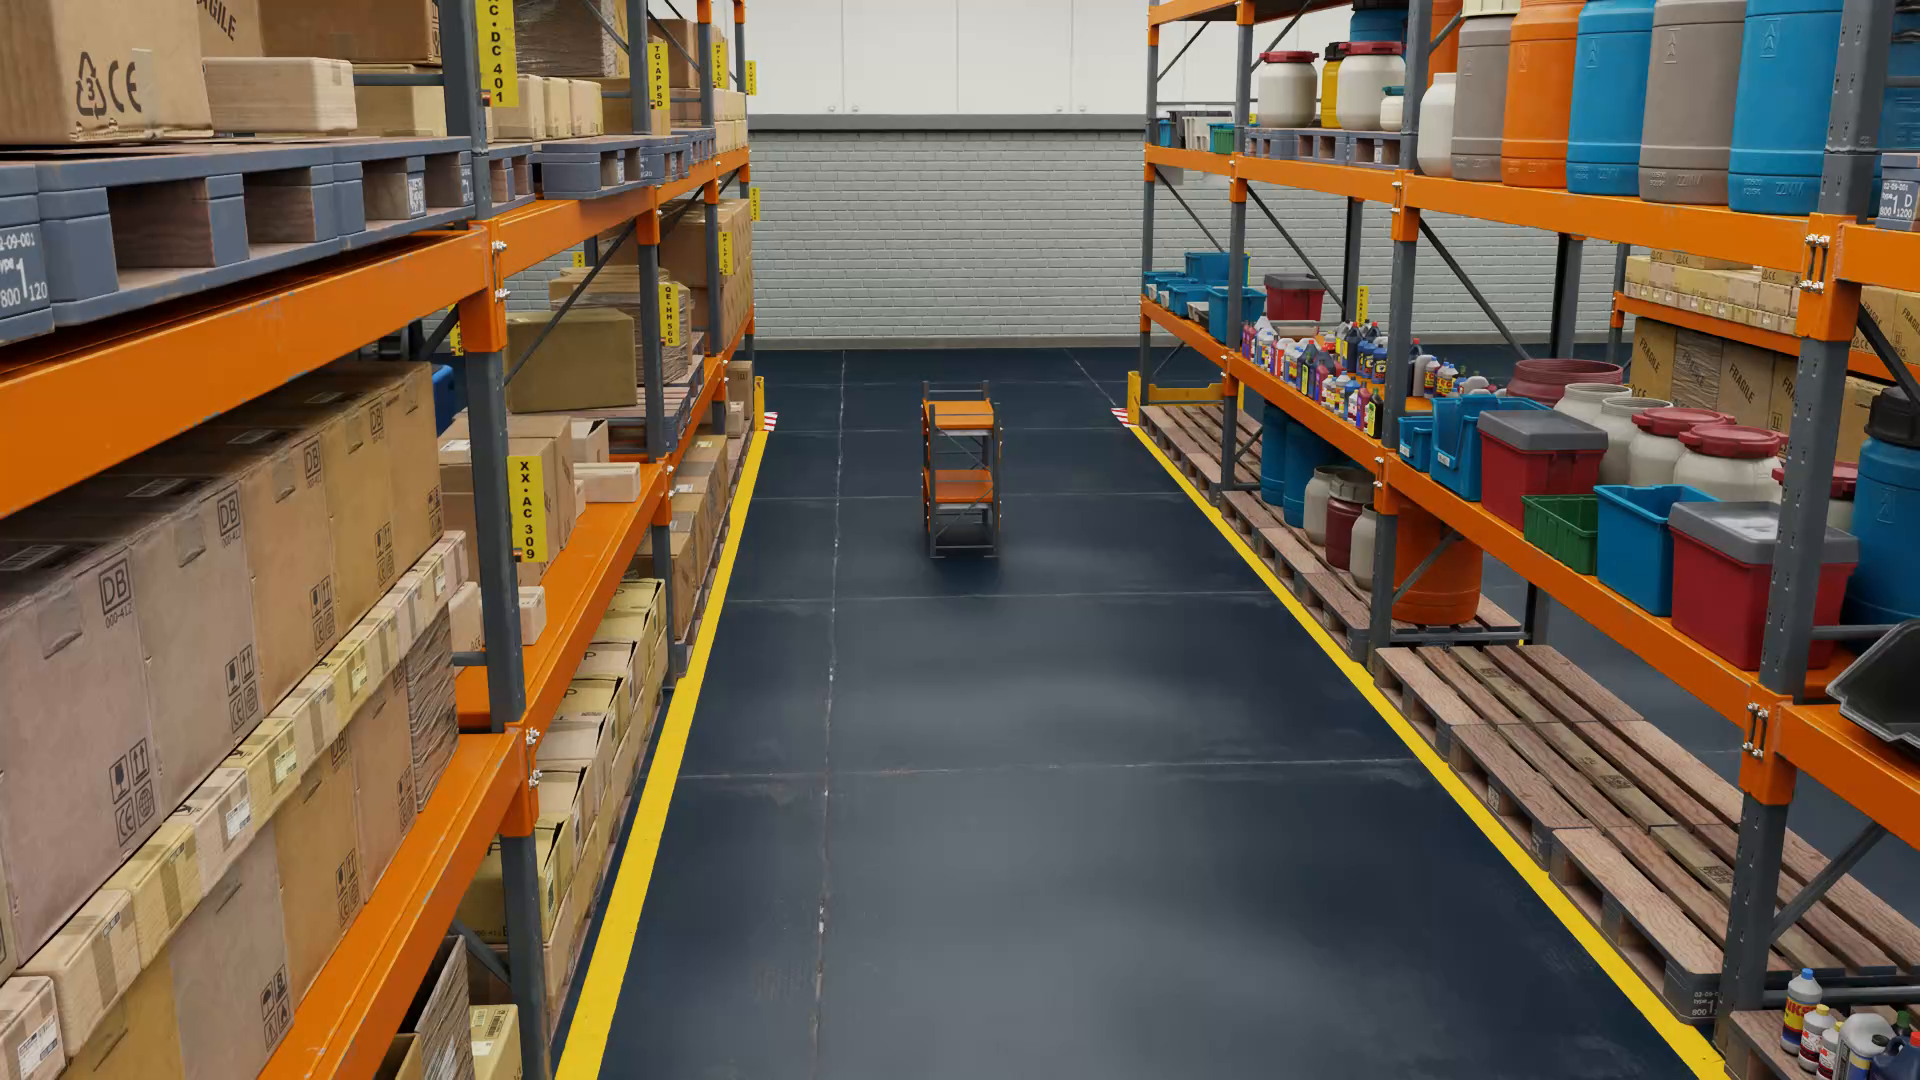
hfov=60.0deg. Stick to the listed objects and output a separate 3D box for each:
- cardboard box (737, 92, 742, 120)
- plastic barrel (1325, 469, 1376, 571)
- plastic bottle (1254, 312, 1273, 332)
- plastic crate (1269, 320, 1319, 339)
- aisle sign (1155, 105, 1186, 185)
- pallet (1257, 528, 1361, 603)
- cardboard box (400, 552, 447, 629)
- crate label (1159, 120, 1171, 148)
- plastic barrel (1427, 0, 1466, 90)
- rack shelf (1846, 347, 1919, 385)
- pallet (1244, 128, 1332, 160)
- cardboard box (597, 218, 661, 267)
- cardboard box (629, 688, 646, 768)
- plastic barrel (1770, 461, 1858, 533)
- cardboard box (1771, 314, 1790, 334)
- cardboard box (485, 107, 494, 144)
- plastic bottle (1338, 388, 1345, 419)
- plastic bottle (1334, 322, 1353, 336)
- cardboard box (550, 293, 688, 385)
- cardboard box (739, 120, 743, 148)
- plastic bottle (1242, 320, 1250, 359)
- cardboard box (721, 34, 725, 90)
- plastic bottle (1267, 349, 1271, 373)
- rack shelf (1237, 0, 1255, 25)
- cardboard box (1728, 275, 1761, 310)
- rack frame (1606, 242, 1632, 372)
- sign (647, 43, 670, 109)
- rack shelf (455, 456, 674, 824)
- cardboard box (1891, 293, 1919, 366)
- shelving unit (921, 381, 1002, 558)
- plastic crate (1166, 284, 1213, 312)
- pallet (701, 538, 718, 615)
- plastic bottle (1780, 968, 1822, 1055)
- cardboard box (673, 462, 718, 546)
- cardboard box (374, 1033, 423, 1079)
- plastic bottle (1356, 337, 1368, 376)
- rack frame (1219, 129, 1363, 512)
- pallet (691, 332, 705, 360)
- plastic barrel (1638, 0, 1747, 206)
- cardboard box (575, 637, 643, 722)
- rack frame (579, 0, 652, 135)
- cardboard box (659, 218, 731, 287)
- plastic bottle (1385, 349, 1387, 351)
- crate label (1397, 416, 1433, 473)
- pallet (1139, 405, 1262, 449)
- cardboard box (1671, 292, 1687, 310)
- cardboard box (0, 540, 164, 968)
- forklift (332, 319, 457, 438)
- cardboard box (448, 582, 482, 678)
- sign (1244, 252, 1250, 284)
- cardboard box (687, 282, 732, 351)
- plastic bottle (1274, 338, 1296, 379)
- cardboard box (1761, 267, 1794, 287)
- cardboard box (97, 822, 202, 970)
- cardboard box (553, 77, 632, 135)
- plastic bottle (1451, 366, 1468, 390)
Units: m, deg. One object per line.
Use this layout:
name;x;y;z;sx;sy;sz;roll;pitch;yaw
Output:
cardboard box;-2.271;-3.983;15.266;0.500;0.250;0.500;-1;14;-3
plastic barrel;2.734;-0.133;11.020;0.600;0.588;0.708;-1;14;-3
plastic bottle;2.304;-1.564;12.683;0.144;0.351;0.185;-1;14;-3
plastic crate;2.717;-1.709;13.559;0.396;0.136;0.243;-1;14;-3
aisle sign;2.055;-3.957;16.669;0.394;0.787;0.004;-1;14;-3
pallet;2.688;0.157;11.492;1.003;0.211;1.213;-1;14;-3
cardboard box;-1.601;0.138;4.466;0.380;0.149;0.250;-1;14;-5
crate label;2.090;-3.831;15.675;0.408;0.251;0.502;-1;14;-3
plastic barrel;2.819;-2.701;9.278;0.600;0.830;0.708;-1;14;-3
rack shelf;7.671;-0.921;11.529;1.077;0.370;4.000;-1;14;-3
pallet;2.750;-2.858;11.973;1.213;0.211;1.003;-1;14;-3
cardboard box;-2.630;-2.269;13.118;0.500;0.500;0.500;-1;14;-3
cardboard box;-1.753;0.889;7.727;0.500;0.250;0.500;-1;14;-2
plastic barrel;3.259;-0.008;6.263;0.433;0.535;0.433;0;14;0
cardboard box;7.169;-1.844;14.176;0.380;0.149;0.250;-1;14;-4
cardboard box;-1.910;-1.498;5.768;0.500;0.250;0.500;-2;15;-9
plastic bottle;2.379;-0.852;10.217;0.097;0.201;0.097;0;14;0
plastic bottle;2.950;-1.537;12.729;0.152;0.276;0.135;-1;14;-3
cardboard box;-2.110;-1.257;10.348;0.700;0.500;0.500;2;15;7
cardboard box;-2.273;-3.741;15.328;0.500;0.250;0.500;-1;14;-3
plastic bottle;2.200;-1.536;12.710;0.061;0.283;0.133;-1;14;-3
cardboard box;-2.456;-4.219;14.676;0.700;0.500;0.500;-1;14;-3
plastic bottle;2.266;-1.304;11.974;0.097;0.201;0.097;0;14;0
rack shelf;2.727;-3.556;10.534;1.077;0.370;4.000;-1;14;-3
cardboard box;7.191;-2.199;14.758;0.500;0.250;0.500;-1;14;-2
rack frame;7.299;-2.761;17.239;1.000;3.000;0.127;-1;14;-3
sign;-1.538;-2.368;8.493;0.100;0.325;0.005;-1;14;-3
rack shelf;-1.969;0.226;7.072;1.077;0.370;4.000;-1;14;-3
cardboard box;7.358;-1.572;12.414;0.500;0.500;0.500;-1;14;-3
shelving unit;0.000;-0.546;12.393;0.538;1.125;1.048;-1;14;-3
plastic crate;2.124;-2.239;15.424;0.416;0.233;0.300;-1;14;-3
pallet;-2.174;0.242;11.163;1.003;0.211;1.213;-1;14;-3
plastic bottle;2.681;1.494;5.293;0.097;0.271;0.097;0;14;0
cardboard box;-1.971;-0.251;11.615;0.500;0.500;0.500;-1;14;-3
cardboard box;-1.544;1.501;3.844;0.500;0.500;0.500;-1;14;-3
plastic bottle;2.881;-1.312;11.864;0.097;0.271;0.097;0;14;0
rack frame;2.603;-1.690;13.075;1.000;3.000;0.127;-1;14;-3
pallet;-2.400;-1.321;12.027;1.003;0.211;1.213;-1;14;-3
plastic barrel;2.810;-1.682;6.017;0.600;0.901;0.600;0;14;0
cardboard box;-1.747;0.618;7.654;0.500;0.311;0.500;-1;14;-4
rack frame;-2.093;-3.525;8.168;1.000;3.000;0.127;-1;14;-3
cardboard box;-2.089;-2.269;13.117;0.500;0.500;0.500;-1;14;-2
plastic bottle;3.027;-1.230;11.534;0.152;0.276;0.135;-1;14;-3
crate label;2.503;-0.504;8.800;0.303;0.233;0.416;-1;14;-3
pallet;2.368;-1.129;16.490;1.003;0.211;1.213;-1;14;-3
cardboard box;7.057;-2.291;15.914;0.380;0.149;0.250;-1;14;-5
cardboard box;-1.687;0.308;2.507;0.700;0.500;0.500;-1;14;-3
forklift;-4.623;-1.477;12.385;1.130;2.935;3.031;-1;14;-5
cardboard box;-1.919;0.326;5.541;0.500;0.250;0.500;0;14;0
sign;2.904;-2.776;16.970;0.100;0.325;0.005;-1;14;-3
cardboard box;-2.100;-1.794;13.278;0.500;0.500;0.500;-1;14;-2
plastic bottle;2.309;-1.279;11.725;0.152;0.276;0.135;-1;14;-3
cardboard box;7.225;-2.436;14.173;0.500;0.500;0.500;-1;14;-3
cardboard box;-1.488;0.586;2.726;0.380;0.149;0.250;-1;14;-4
cardboard box;-2.153;-2.229;8.949;0.910;0.500;0.500;-1;14;-3
plastic bottle;3.141;-0.958;10.464;0.061;0.283;0.133;-1;14;-3
